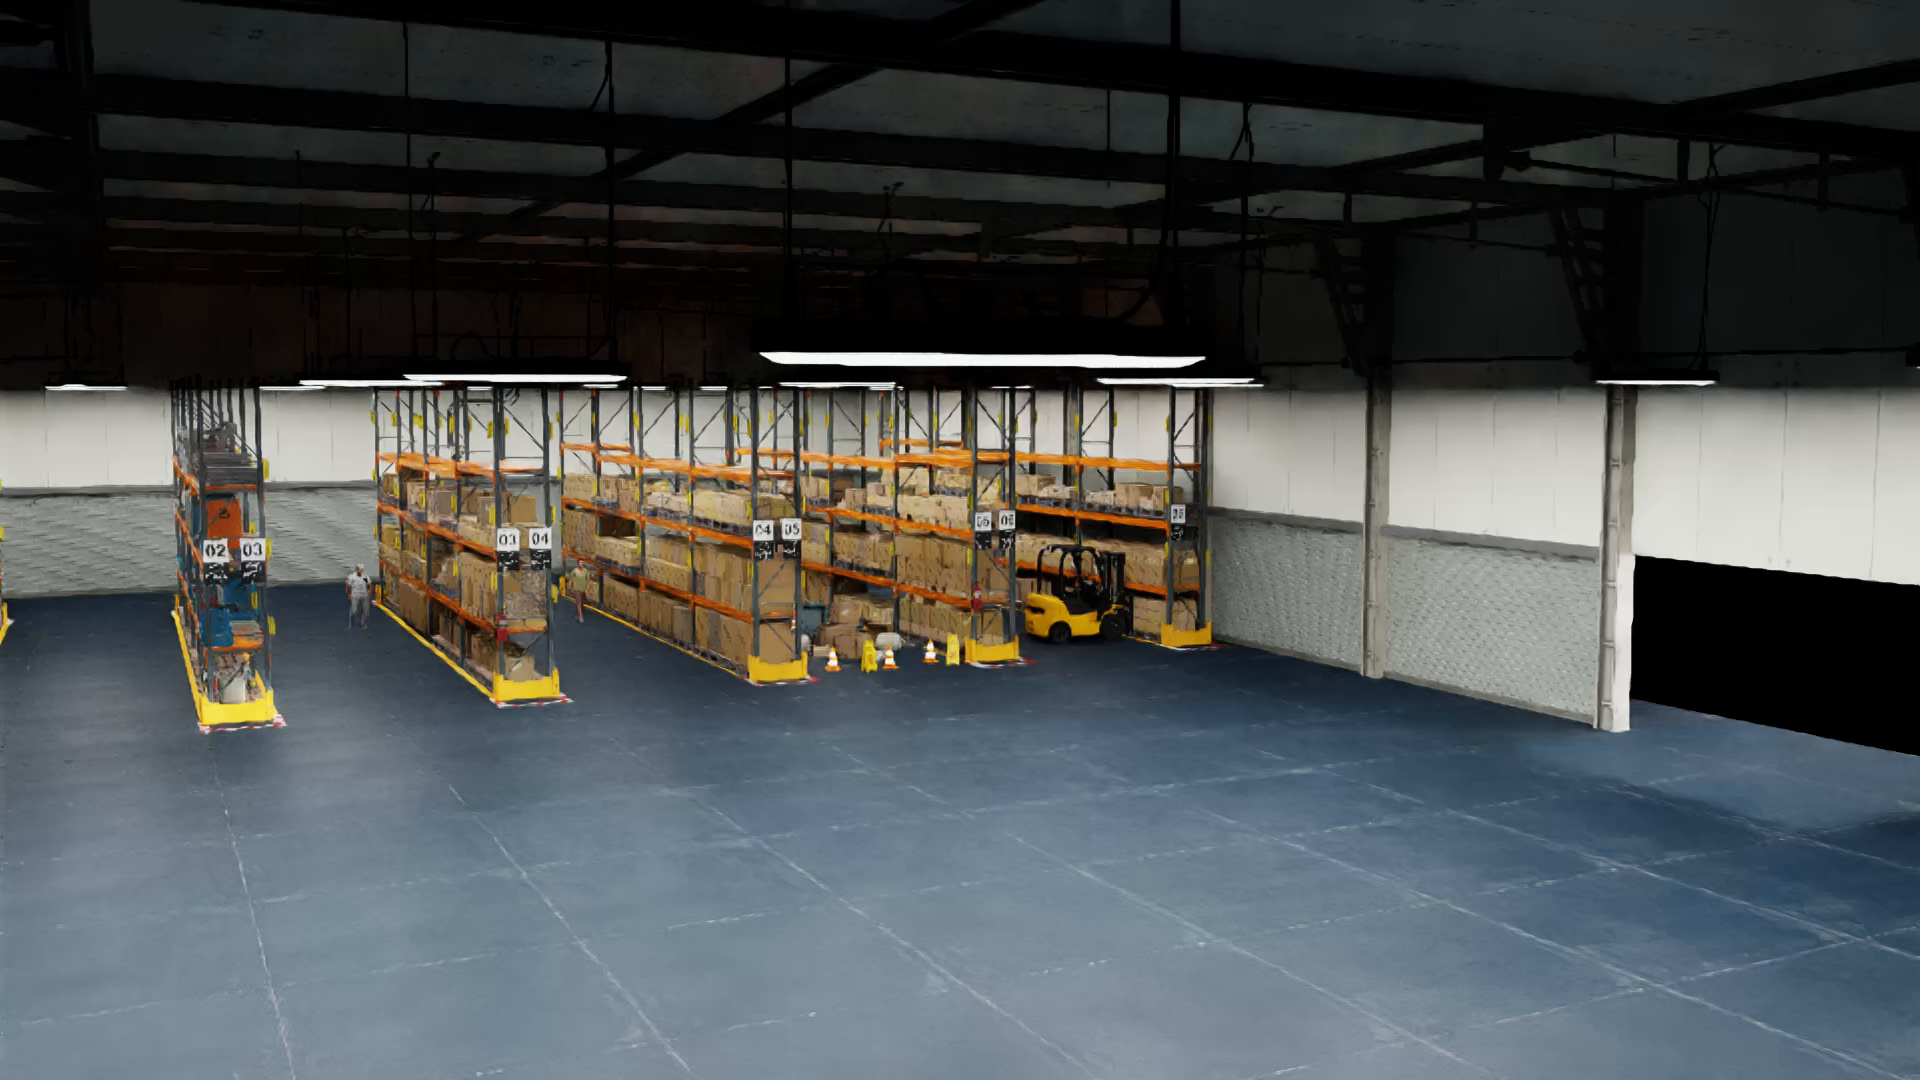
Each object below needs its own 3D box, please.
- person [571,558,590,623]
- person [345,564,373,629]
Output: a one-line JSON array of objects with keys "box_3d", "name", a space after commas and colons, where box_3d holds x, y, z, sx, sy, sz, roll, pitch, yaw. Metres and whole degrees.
[{"box_3d": [-9.435, 1.230, 41.425, 0.446, 1.591, 1.110, -3, 6, -29], "name": "person"}, {"box_3d": [-14.486, 1.361, 40.124, 0.625, 1.611, 0.582, -3, 6, -29], "name": "person"}]
